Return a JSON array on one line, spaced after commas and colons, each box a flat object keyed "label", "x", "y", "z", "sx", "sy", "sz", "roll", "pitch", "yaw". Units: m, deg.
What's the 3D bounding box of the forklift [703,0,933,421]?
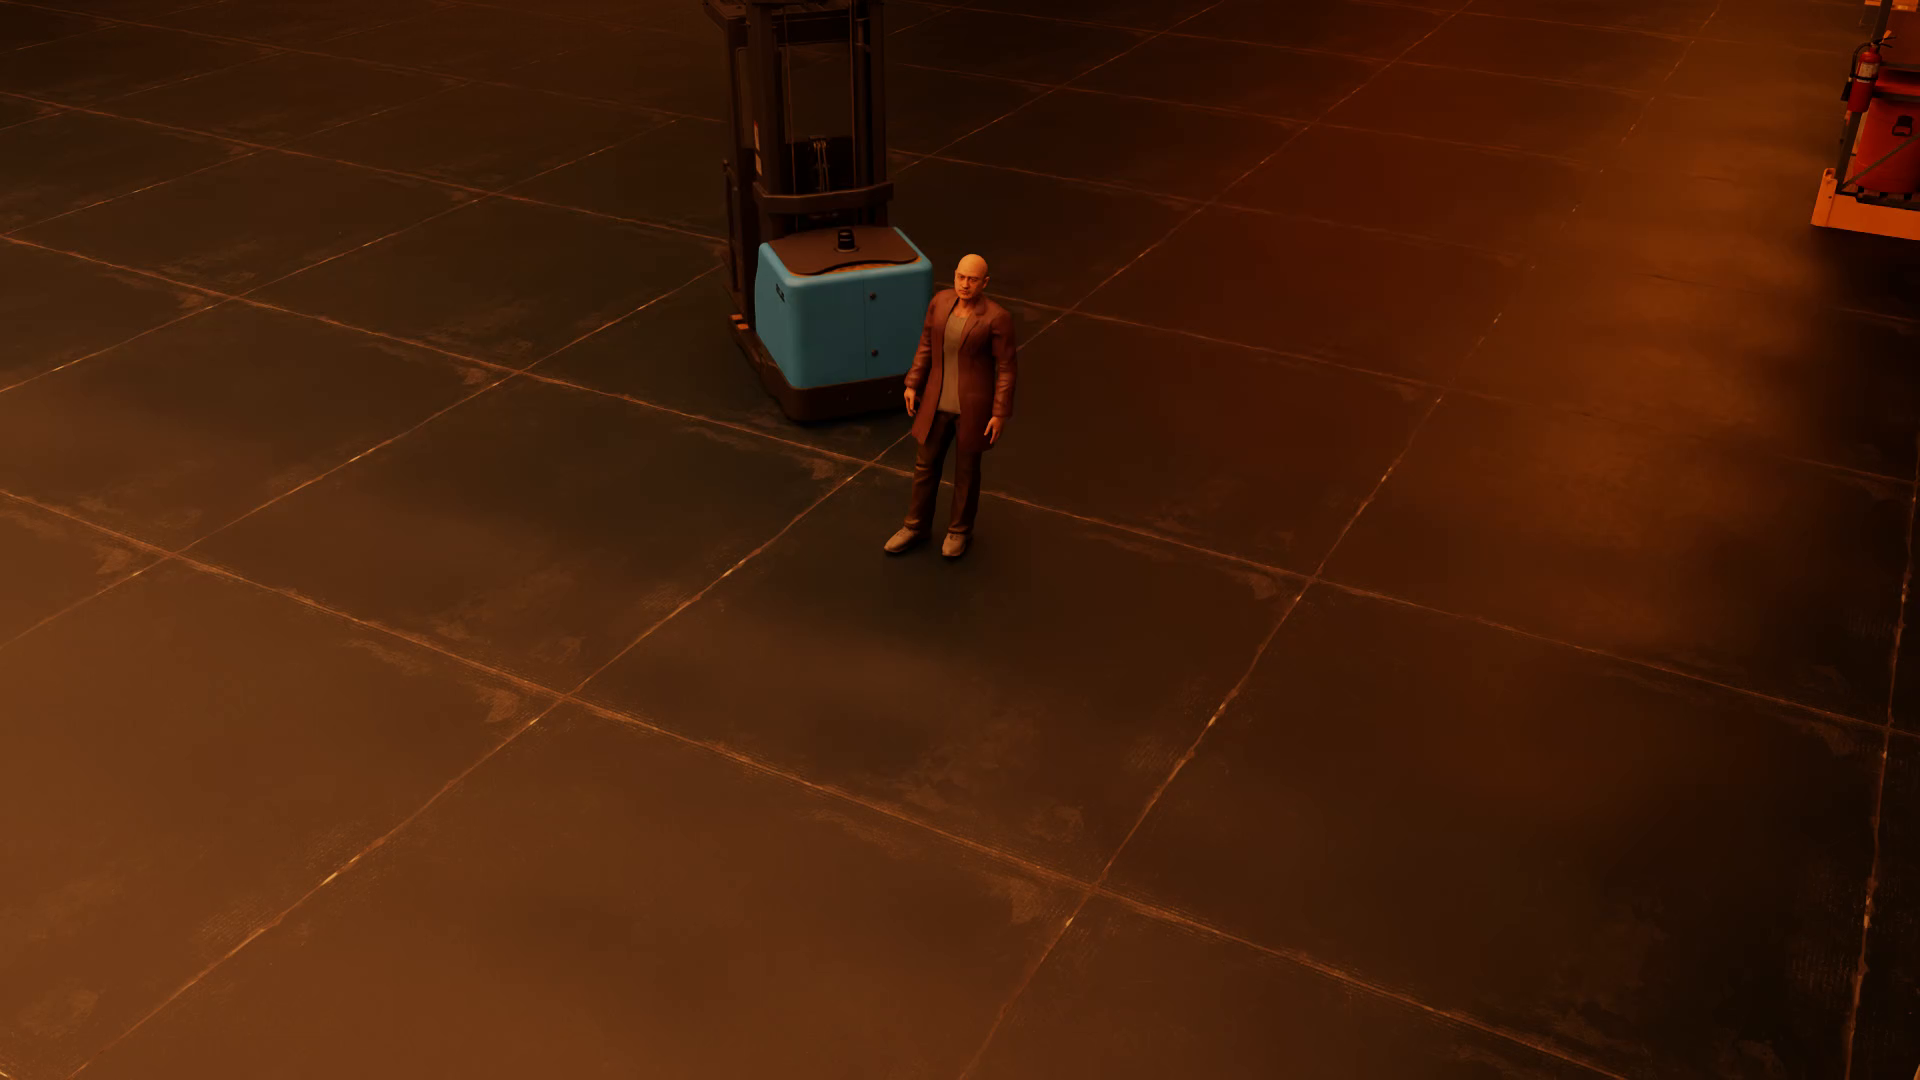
[{"label": "forklift", "x": -1.139, "y": -2.795, "z": 11.914, "sx": 1.130, "sy": 2.935, "sz": 3.031, "roll": -10, "pitch": 32, "yaw": -17}]

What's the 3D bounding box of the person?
[{"label": "person", "x": -0.048, "y": -0.738, "z": 9.488, "sx": 0.696, "sy": 1.776, "sz": 0.582, "roll": 15, "pitch": 33, "yaw": 25}]
